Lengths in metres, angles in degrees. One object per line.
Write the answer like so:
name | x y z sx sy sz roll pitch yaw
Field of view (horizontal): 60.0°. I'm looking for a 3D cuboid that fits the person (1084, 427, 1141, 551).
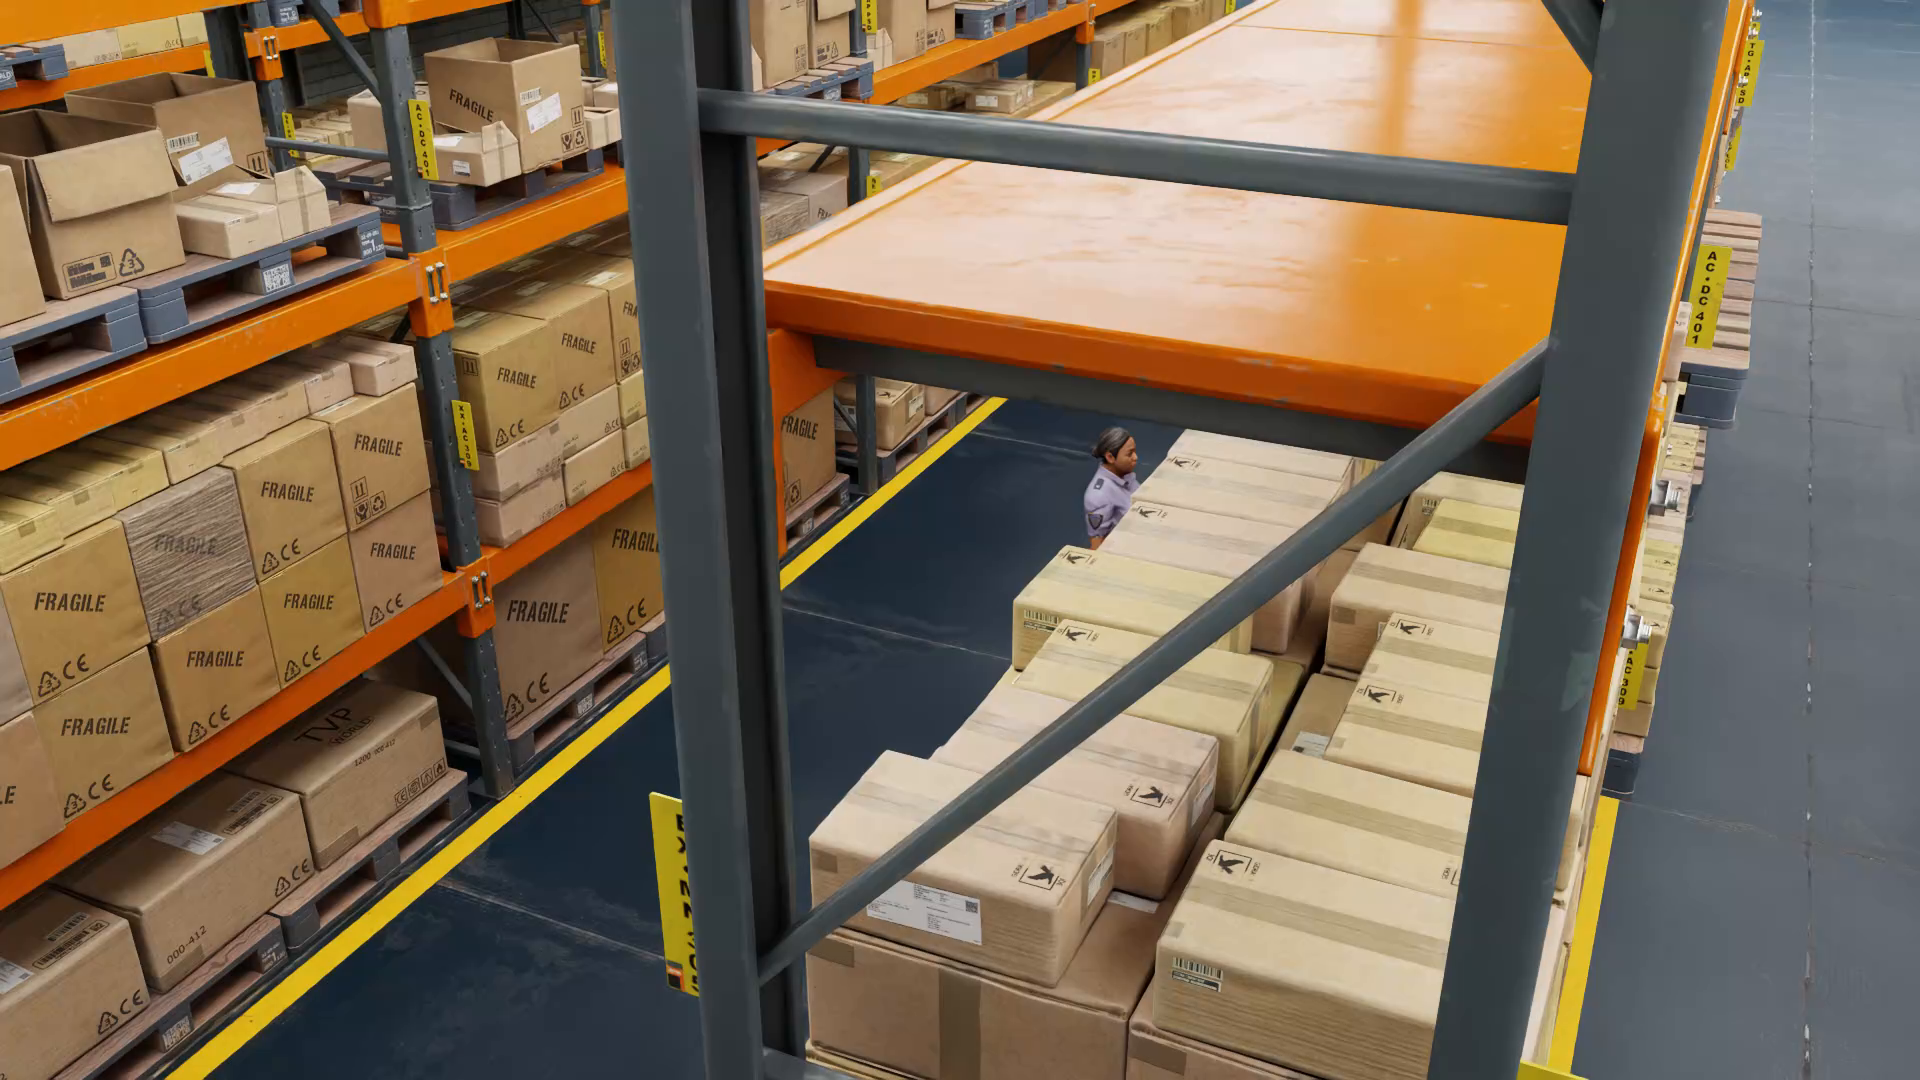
person | 0.828 0.198 8.751 0.529 1.678 0.508 11 29 22
